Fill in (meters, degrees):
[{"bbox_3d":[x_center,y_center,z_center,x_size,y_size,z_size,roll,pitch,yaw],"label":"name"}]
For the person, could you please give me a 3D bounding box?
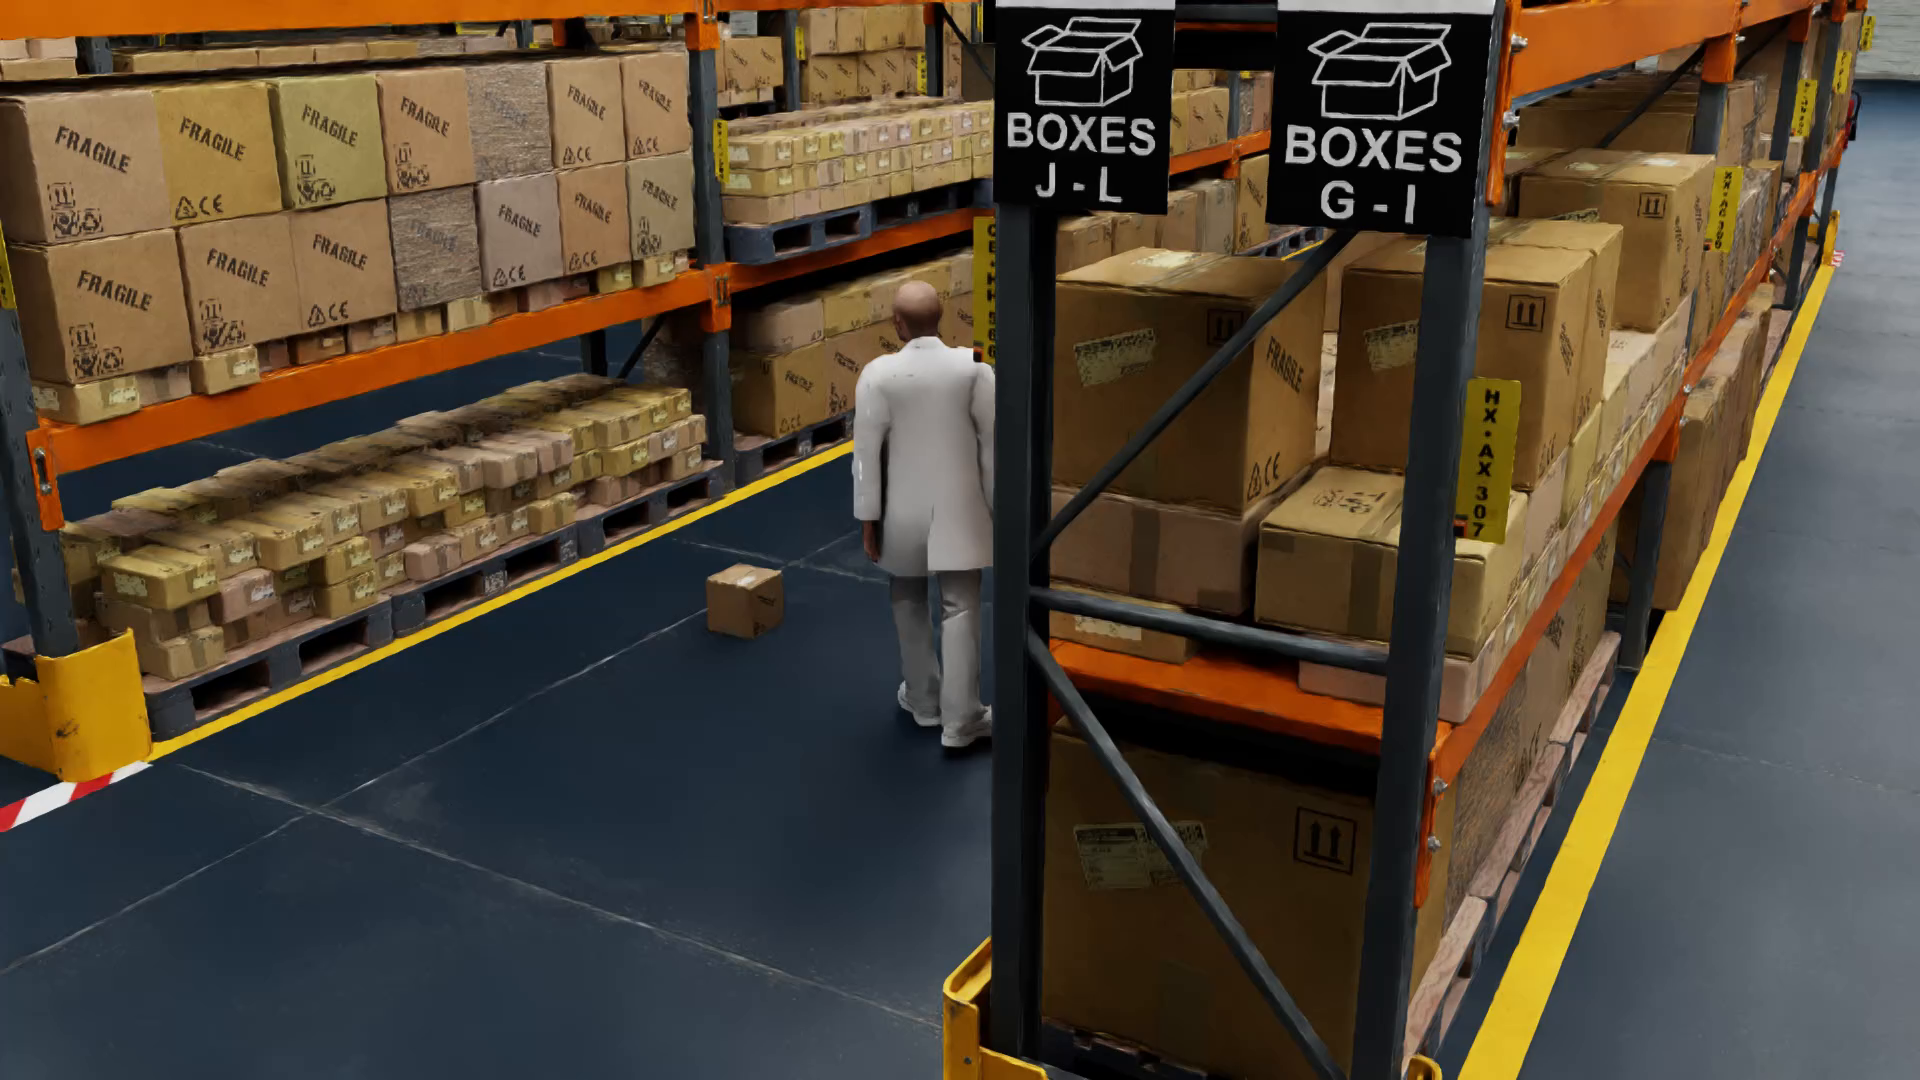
[{"bbox_3d":[-0.103,-0.097,6.373,0.612,1.767,0.627,-1,19,-3],"label":"person"}]
